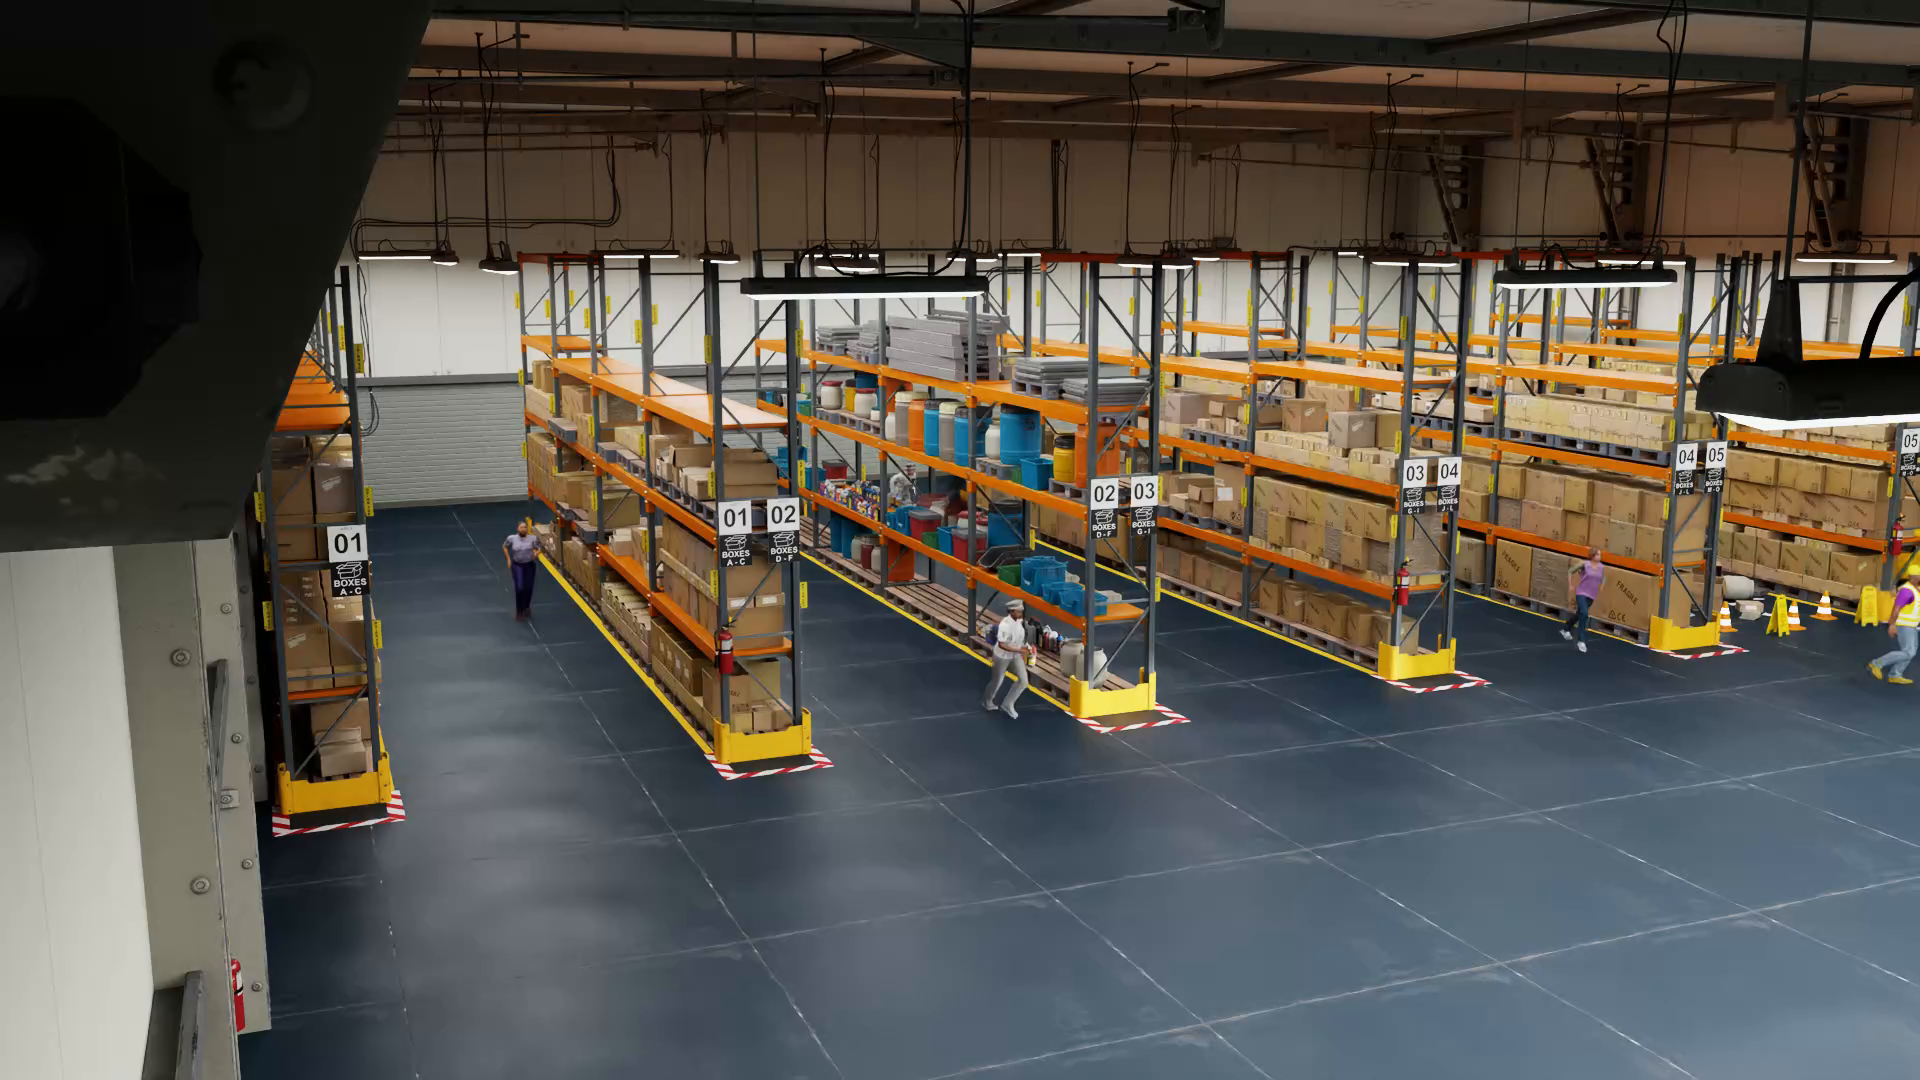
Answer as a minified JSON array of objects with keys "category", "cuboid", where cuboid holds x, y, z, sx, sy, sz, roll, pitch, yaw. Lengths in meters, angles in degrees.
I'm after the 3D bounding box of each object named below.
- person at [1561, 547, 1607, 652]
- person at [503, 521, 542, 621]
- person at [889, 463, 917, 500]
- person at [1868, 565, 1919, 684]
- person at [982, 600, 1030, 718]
[{"category":"person","cuboid":[9.695,0.868,25.764,0.578,1.552,0.872,-3,11,-15]},{"category":"person","cuboid":[-7.287,0.517,27.798,0.604,1.685,0.725,-5,11,-24]},{"category":"person","cuboid":[-1.255,-0.960,36.240,0.633,1.488,0.801,-8,13,-37]},{"category":"person","cuboid":[13.406,1.198,23.670,0.685,1.727,0.728,8,13,37]},{"category":"person","cuboid":[0.599,1.555,22.091,0.544,1.660,0.764,-9,14,-41]}]
